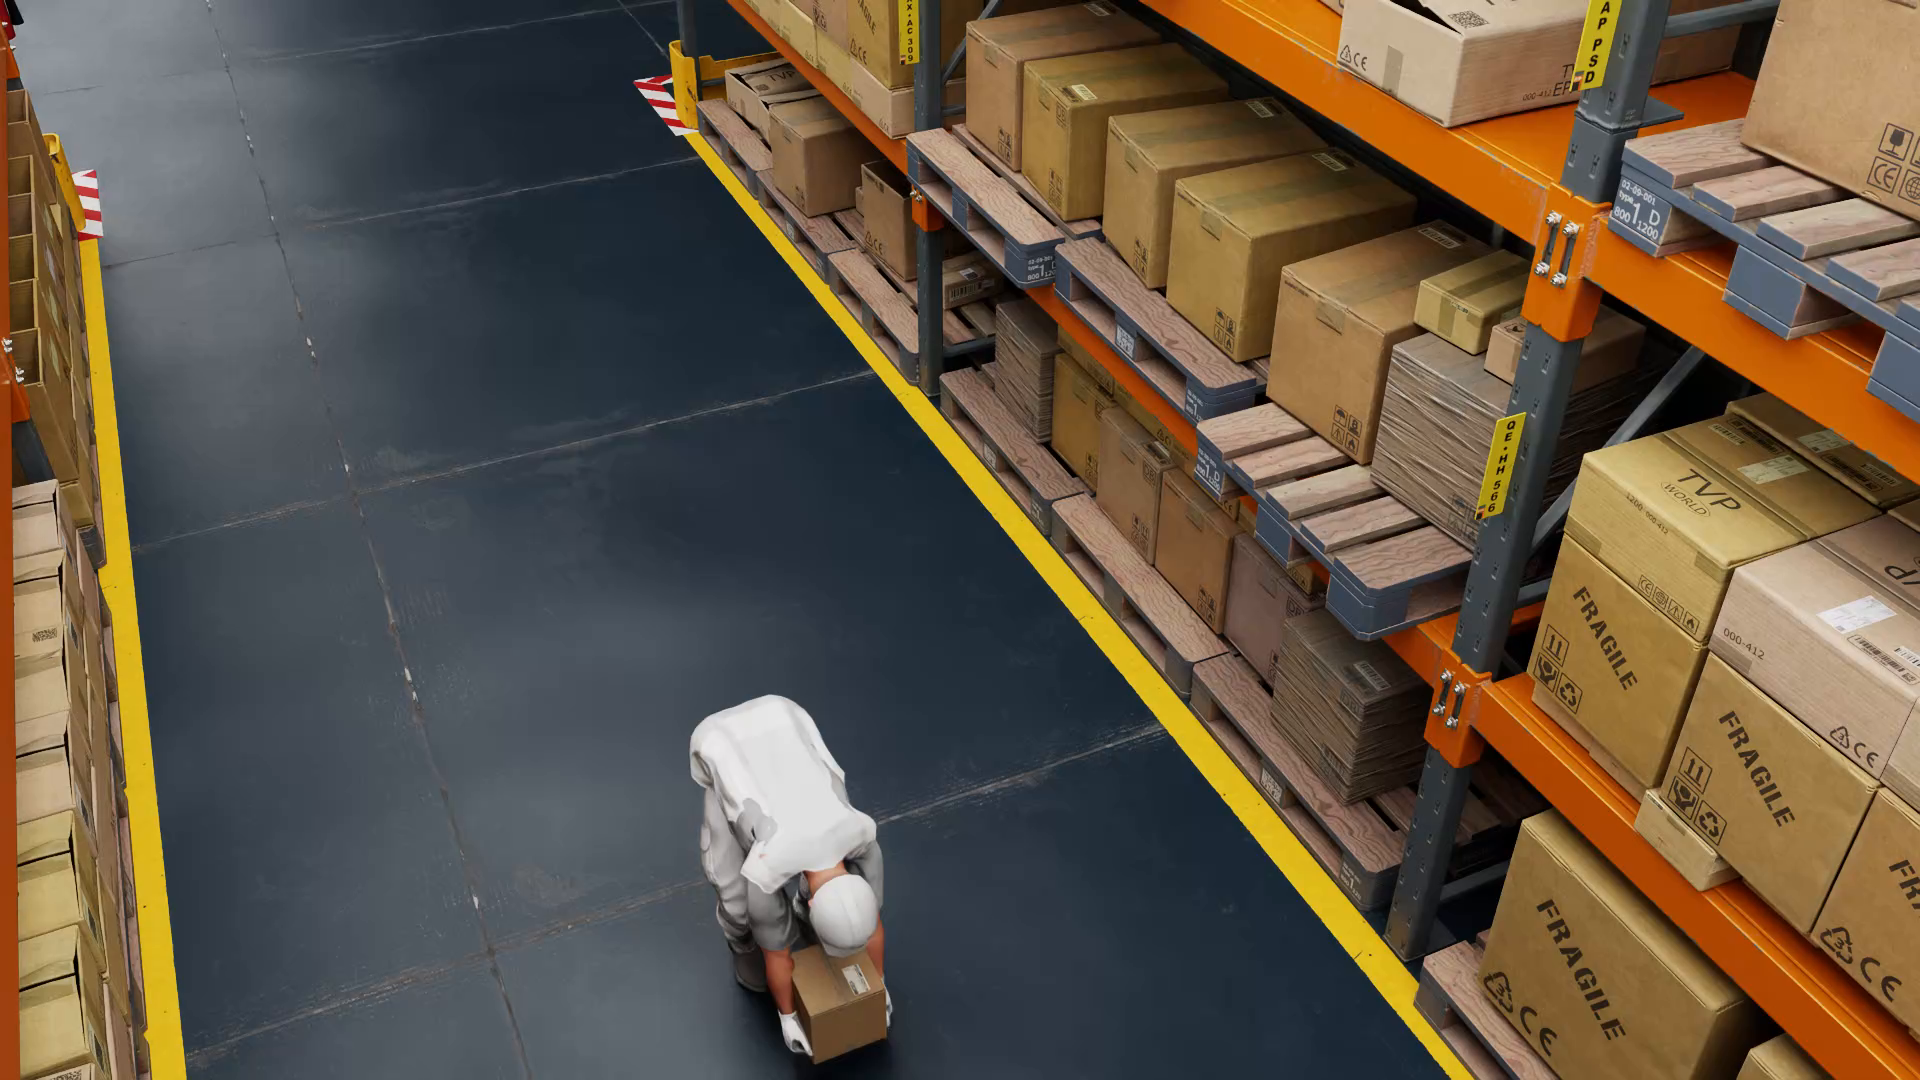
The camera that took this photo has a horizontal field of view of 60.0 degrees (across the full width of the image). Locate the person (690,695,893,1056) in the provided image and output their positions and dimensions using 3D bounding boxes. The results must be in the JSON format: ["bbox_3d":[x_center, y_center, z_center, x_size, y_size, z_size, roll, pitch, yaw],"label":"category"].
[{"bbox_3d":[-0.509,1.100,5.287,0.524,1.036,0.957,-18,40,-22],"label":"person"}]
